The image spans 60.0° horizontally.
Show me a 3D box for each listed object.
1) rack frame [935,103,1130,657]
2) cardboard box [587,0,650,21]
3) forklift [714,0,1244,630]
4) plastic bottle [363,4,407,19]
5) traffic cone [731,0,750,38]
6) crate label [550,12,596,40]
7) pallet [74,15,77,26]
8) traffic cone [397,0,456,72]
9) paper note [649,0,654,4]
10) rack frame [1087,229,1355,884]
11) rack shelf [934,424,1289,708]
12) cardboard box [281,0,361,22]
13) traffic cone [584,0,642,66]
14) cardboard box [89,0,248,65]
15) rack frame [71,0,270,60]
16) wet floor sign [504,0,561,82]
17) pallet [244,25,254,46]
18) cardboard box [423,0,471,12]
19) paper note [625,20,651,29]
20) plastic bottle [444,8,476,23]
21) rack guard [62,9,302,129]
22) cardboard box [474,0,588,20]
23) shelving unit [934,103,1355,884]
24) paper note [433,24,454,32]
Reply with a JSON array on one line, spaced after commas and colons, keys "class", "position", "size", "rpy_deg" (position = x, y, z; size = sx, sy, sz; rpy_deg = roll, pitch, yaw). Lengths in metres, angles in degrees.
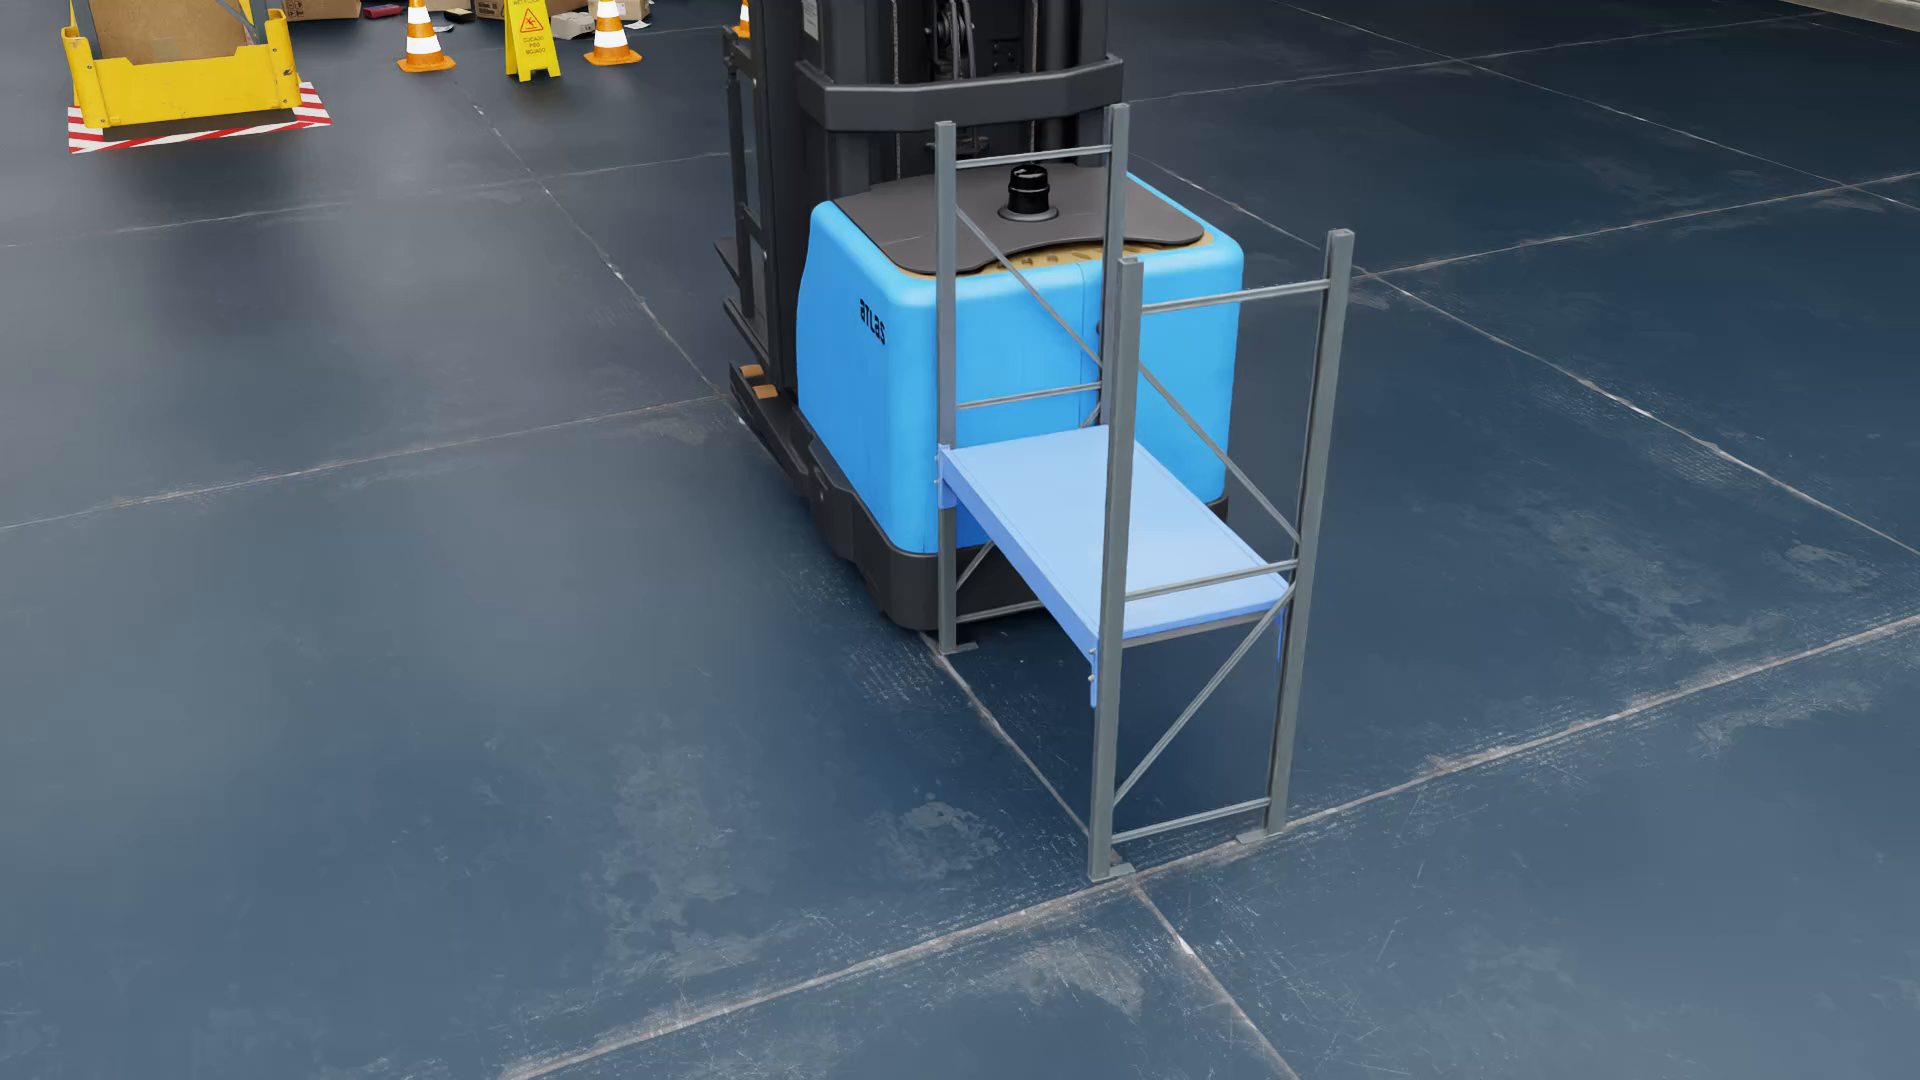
[{"class": "rack frame", "position": [0.179, -0.376, 4.387], "size": [0.500, 1.500, 0.032], "rpy_deg": [-10, 31, -18]}, {"class": "cardboard box", "position": [-2.446, -3.827, 11.923], "size": [0.380, 0.149, 0.250], "rpy_deg": [2, 29, 4]}, {"class": "forklift", "position": [-0.200, -1.730, 5.339], "size": [1.130, 2.935, 3.031], "rpy_deg": [-10, 31, -18]}, {"class": "plastic bottle", "position": [-4.146, -3.821, 12.001], "size": [0.133, 0.061, 0.283], "rpy_deg": [26, 38, 38]}, {"class": "traffic cone", "position": [-1.409, -3.729, 11.426], "size": [0.336, 0.463, 0.334], "rpy_deg": [-13, 32, -22]}, {"class": "crate label", "position": [-2.659, -3.537, 11.418], "size": [0.298, 0.136, 0.250], "rpy_deg": [19, 34, 30]}, {"class": "pallet", "position": [-5.420, -3.491, 11.259], "size": [1.003, 0.211, 1.213], "rpy_deg": [-13, 32, -22]}, {"class": "traffic cone", "position": [-3.432, -3.258, 10.587], "size": [0.336, 0.463, 0.334], "rpy_deg": [-13, 32, -22]}, {"class": "paper note", "position": [-2.307, -4.010, 12.391], "size": [0.032, 0.001, 0.123], "rpy_deg": [-13, 32, -22]}, {"class": "rack frame", "position": [0.534, 0.090, 3.556], "size": [0.500, 1.500, 0.032], "rpy_deg": [-10, 31, -18]}, {"class": "rack shelf", "position": [0.356, 0.014, 4.059], "size": [0.538, 0.185, 1.000], "rpy_deg": [-10, 31, -18]}, {"class": "cardboard box", "position": [-4.611, -4.039, 11.940], "size": [0.500, 0.500, 0.500], "rpy_deg": [-8, 30, -13]}, {"class": "traffic cone", "position": [-2.266, -3.345, 10.743], "size": [0.336, 0.463, 0.334], "rpy_deg": [-13, 32, -22]}, {"class": "cardboard box", "position": [-4.837, -3.374, 9.943], "size": [0.875, 0.875, 0.875], "rpy_deg": [-13, 32, -22]}, {"class": "rack frame", "position": [-4.487, -3.832, 9.017], "size": [1.000, 3.000, 0.127], "rpy_deg": [-13, 32, -22]}, {"class": "wet floor sign", "position": [-2.686, -3.208, 10.311], "size": [0.267, 0.644, 0.232], "rpy_deg": [-19, 35, -30]}, {"class": "pallet", "position": [-4.901, -2.952, 10.299], "size": [1.003, 0.211, 1.213], "rpy_deg": [-13, 32, -22]}, {"class": "cardboard box", "position": [-3.803, -4.034, 12.172], "size": [0.396, 0.266, 0.258], "rpy_deg": [-8, 30, -13]}, {"class": "paper note", "position": [-2.263, -3.621, 11.675], "size": [0.142, 0.019, 0.148], "rpy_deg": [26, 38, 38]}, {"class": "plastic bottle", "position": [-3.593, -3.751, 11.877], "size": [0.283, 0.061, 0.133], "rpy_deg": [26, 38, 38]}, {"class": "rack guard", "position": [-4.476, -2.731, 9.609], "size": [1.175, 0.500, 0.348], "rpy_deg": [-13, 32, -22]}, {"class": "cardboard box", "position": [-3.100, -4.071, 11.996], "size": [0.637, 0.503, 0.797], "rpy_deg": [13, 32, 21]}, {"class": "shelving unit", "position": [0.356, -0.143, 3.971], "size": [0.538, 1.500, 1.048], "rpy_deg": [-10, 31, -18]}, {"class": "paper note", "position": [-3.609, -3.567, 11.582], "size": [0.144, 0.017, 0.142], "rpy_deg": [-3, 29, -5]}]
